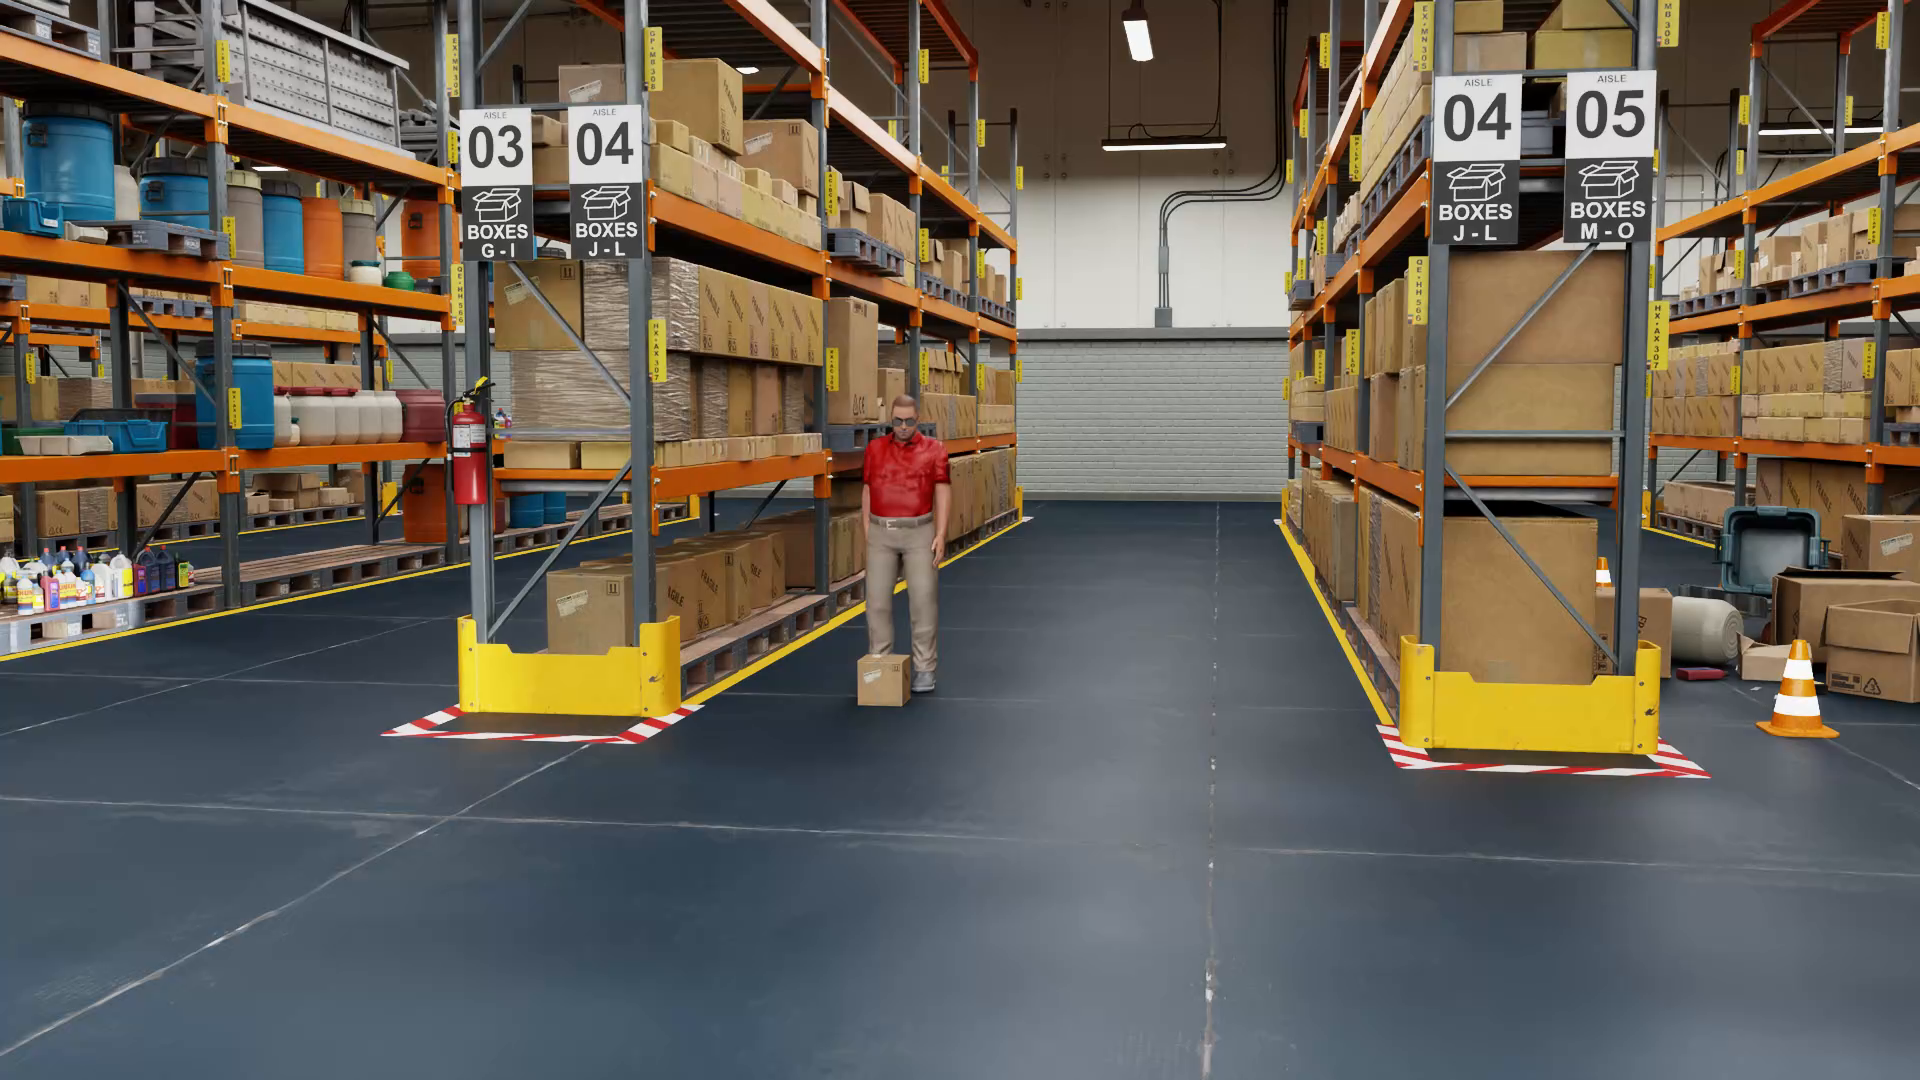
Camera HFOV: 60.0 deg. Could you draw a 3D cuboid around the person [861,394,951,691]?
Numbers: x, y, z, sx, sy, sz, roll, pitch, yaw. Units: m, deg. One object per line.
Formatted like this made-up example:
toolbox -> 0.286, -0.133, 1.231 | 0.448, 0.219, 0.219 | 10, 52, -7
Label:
person -> -0.319, 0.014, 9.681 | 0.534, 1.718, 0.356 | 1, 4, 10
